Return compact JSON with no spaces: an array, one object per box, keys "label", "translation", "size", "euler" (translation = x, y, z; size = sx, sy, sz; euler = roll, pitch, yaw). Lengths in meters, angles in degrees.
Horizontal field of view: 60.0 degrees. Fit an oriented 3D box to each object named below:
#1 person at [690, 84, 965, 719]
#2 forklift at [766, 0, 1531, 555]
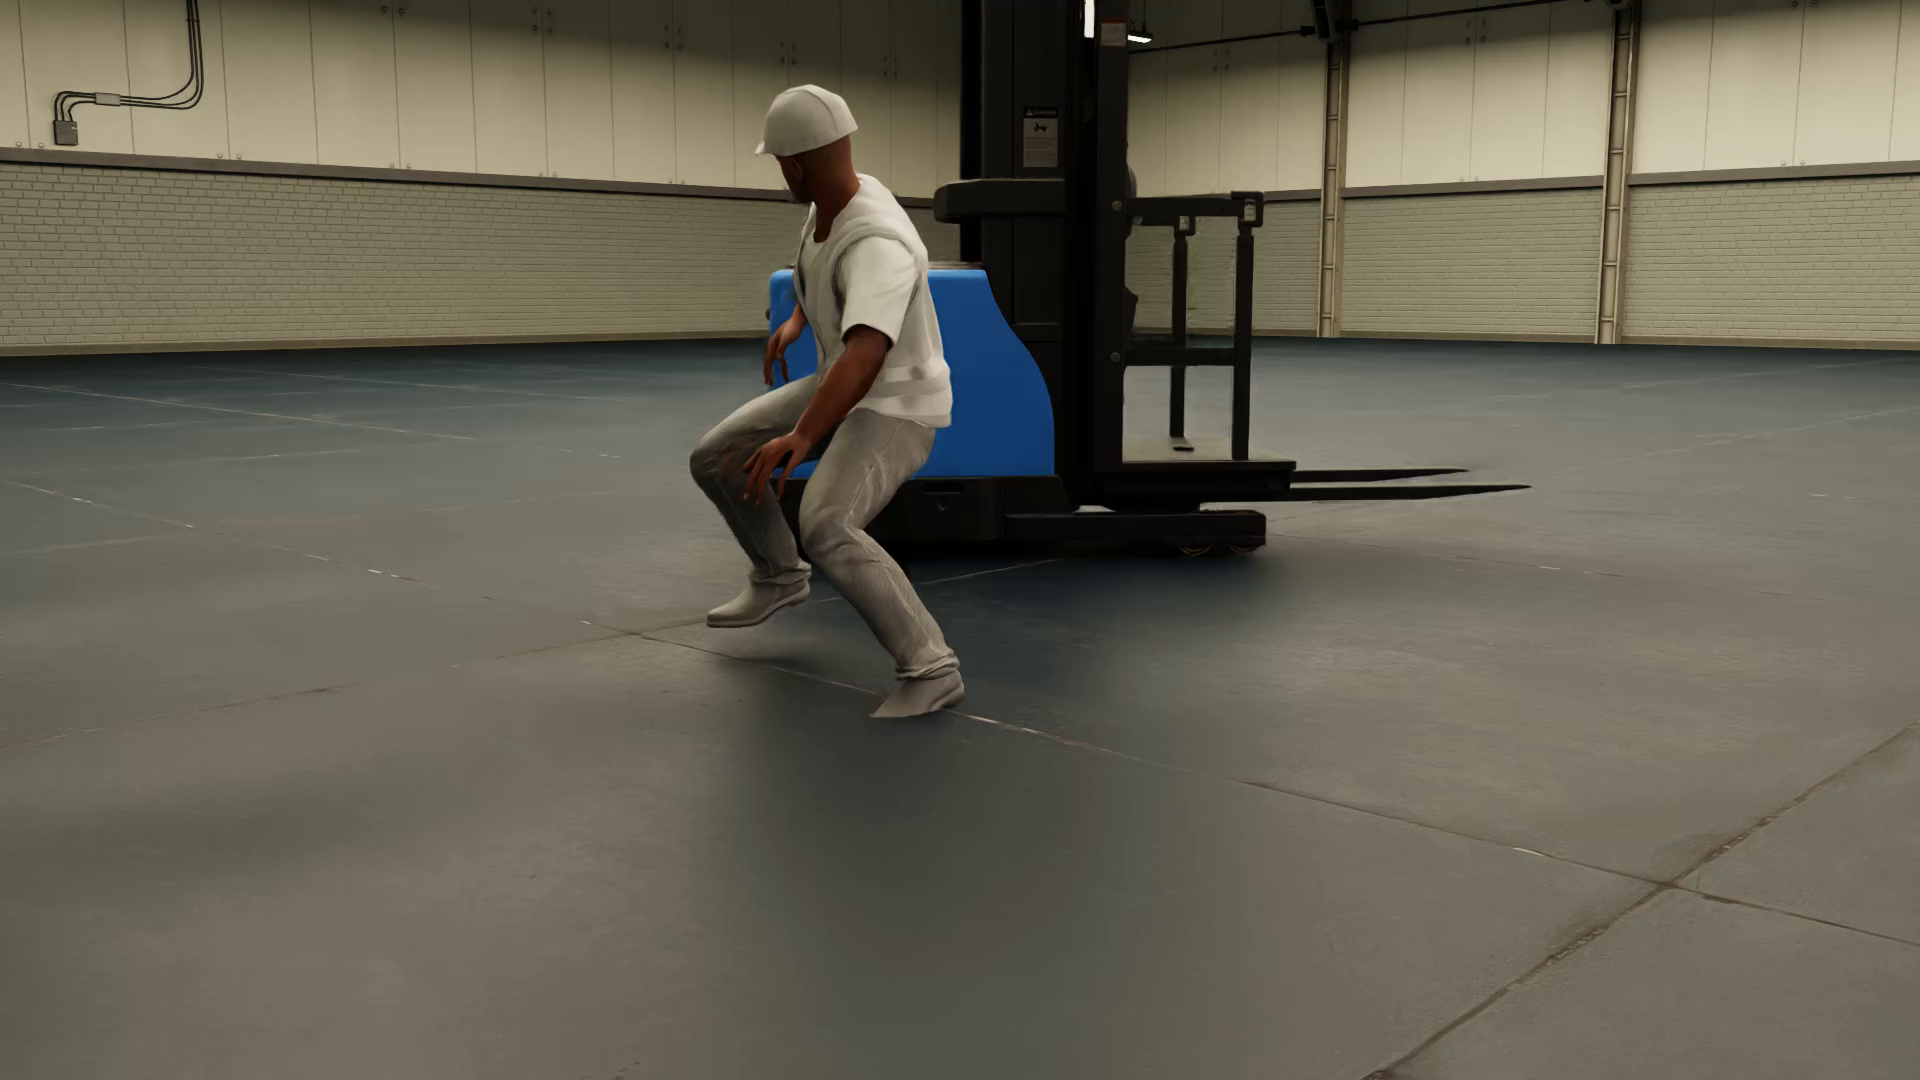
[{"label":"person","translation":[-0.338,-0.348,4.197],"size":[0.716,1.533,0.887],"euler":[-4,10,-27]},{"label":"forklift","translation":[0.745,-1.468,6.623],"size":[3.031,2.935,1.130],"euler":[-1,9,-7]}]
